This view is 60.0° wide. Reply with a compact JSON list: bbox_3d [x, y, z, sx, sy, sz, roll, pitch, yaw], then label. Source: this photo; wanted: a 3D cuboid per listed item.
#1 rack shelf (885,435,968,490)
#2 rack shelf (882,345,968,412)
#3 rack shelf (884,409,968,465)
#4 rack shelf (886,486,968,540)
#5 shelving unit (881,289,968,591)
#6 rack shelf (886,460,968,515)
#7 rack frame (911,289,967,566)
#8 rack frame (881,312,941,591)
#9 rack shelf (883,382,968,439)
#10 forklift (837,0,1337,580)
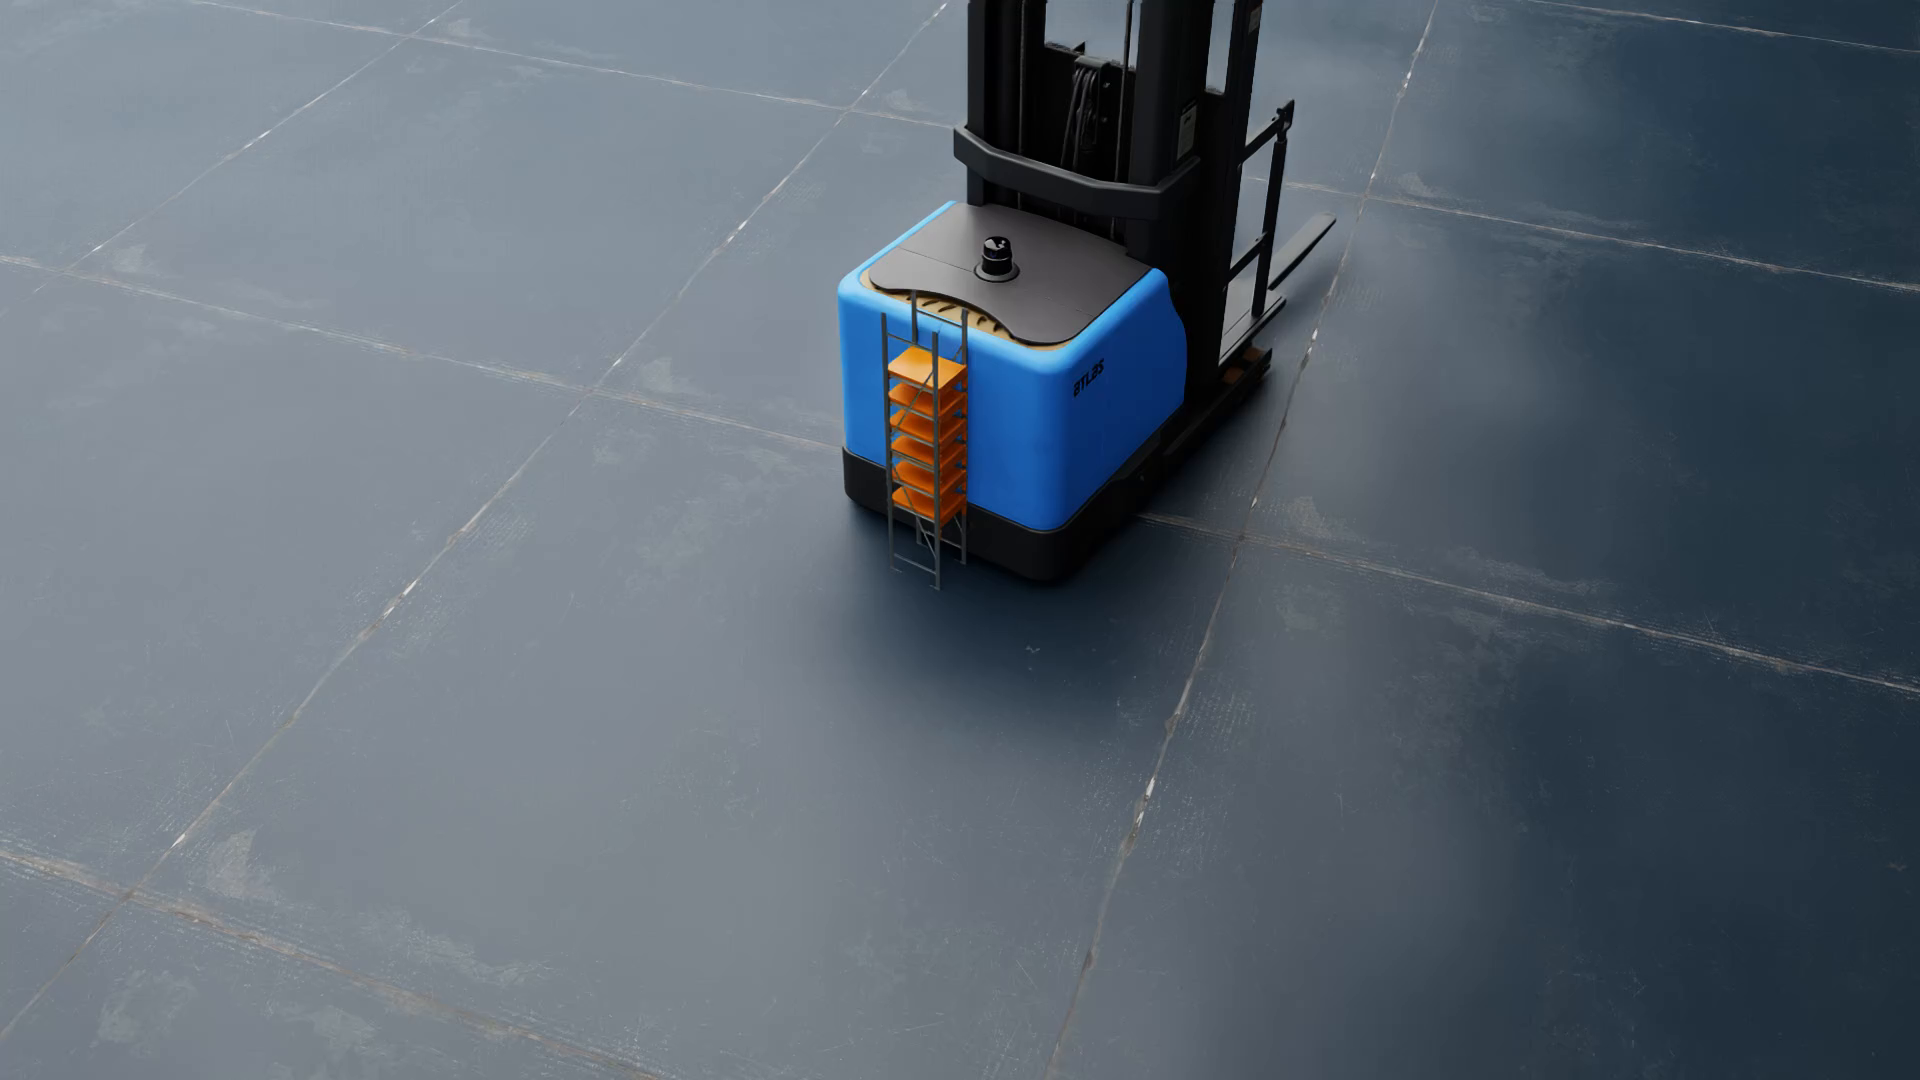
[{"bbox_3d":[-0.126,-0.316,6.264,0.258,0.103,0.180,24,46,25],"label":"rack shelf"},{"bbox_3d":[-0.126,-0.590,6.031,0.258,0.103,0.180,24,46,25],"label":"rack shelf"},{"bbox_3d":[-0.126,-0.407,6.186,0.258,0.103,0.180,24,46,25],"label":"rack shelf"},{"bbox_3d":[-0.126,-0.133,6.420,0.258,0.103,0.180,24,46,25],"label":"rack shelf"},{"bbox_3d":[-0.126,-0.350,6.235,0.258,1.200,0.189,24,46,25],"label":"shelving unit"},{"bbox_3d":[-0.126,-0.225,6.342,0.258,0.103,0.180,24,46,25],"label":"rack shelf"},{"bbox_3d":[-0.075,-0.399,6.293,0.240,1.200,0.006,24,46,25],"label":"rack frame"},{"bbox_3d":[-0.177,-0.300,6.178,0.240,1.200,0.006,24,46,25],"label":"rack frame"},{"bbox_3d":[-0.126,-0.498,6.108,0.258,0.103,0.180,24,46,25],"label":"rack shelf"},{"bbox_3d":[0.762,-1.882,6.697,1.130,2.935,3.031,24,46,25],"label":"forklift"}]
